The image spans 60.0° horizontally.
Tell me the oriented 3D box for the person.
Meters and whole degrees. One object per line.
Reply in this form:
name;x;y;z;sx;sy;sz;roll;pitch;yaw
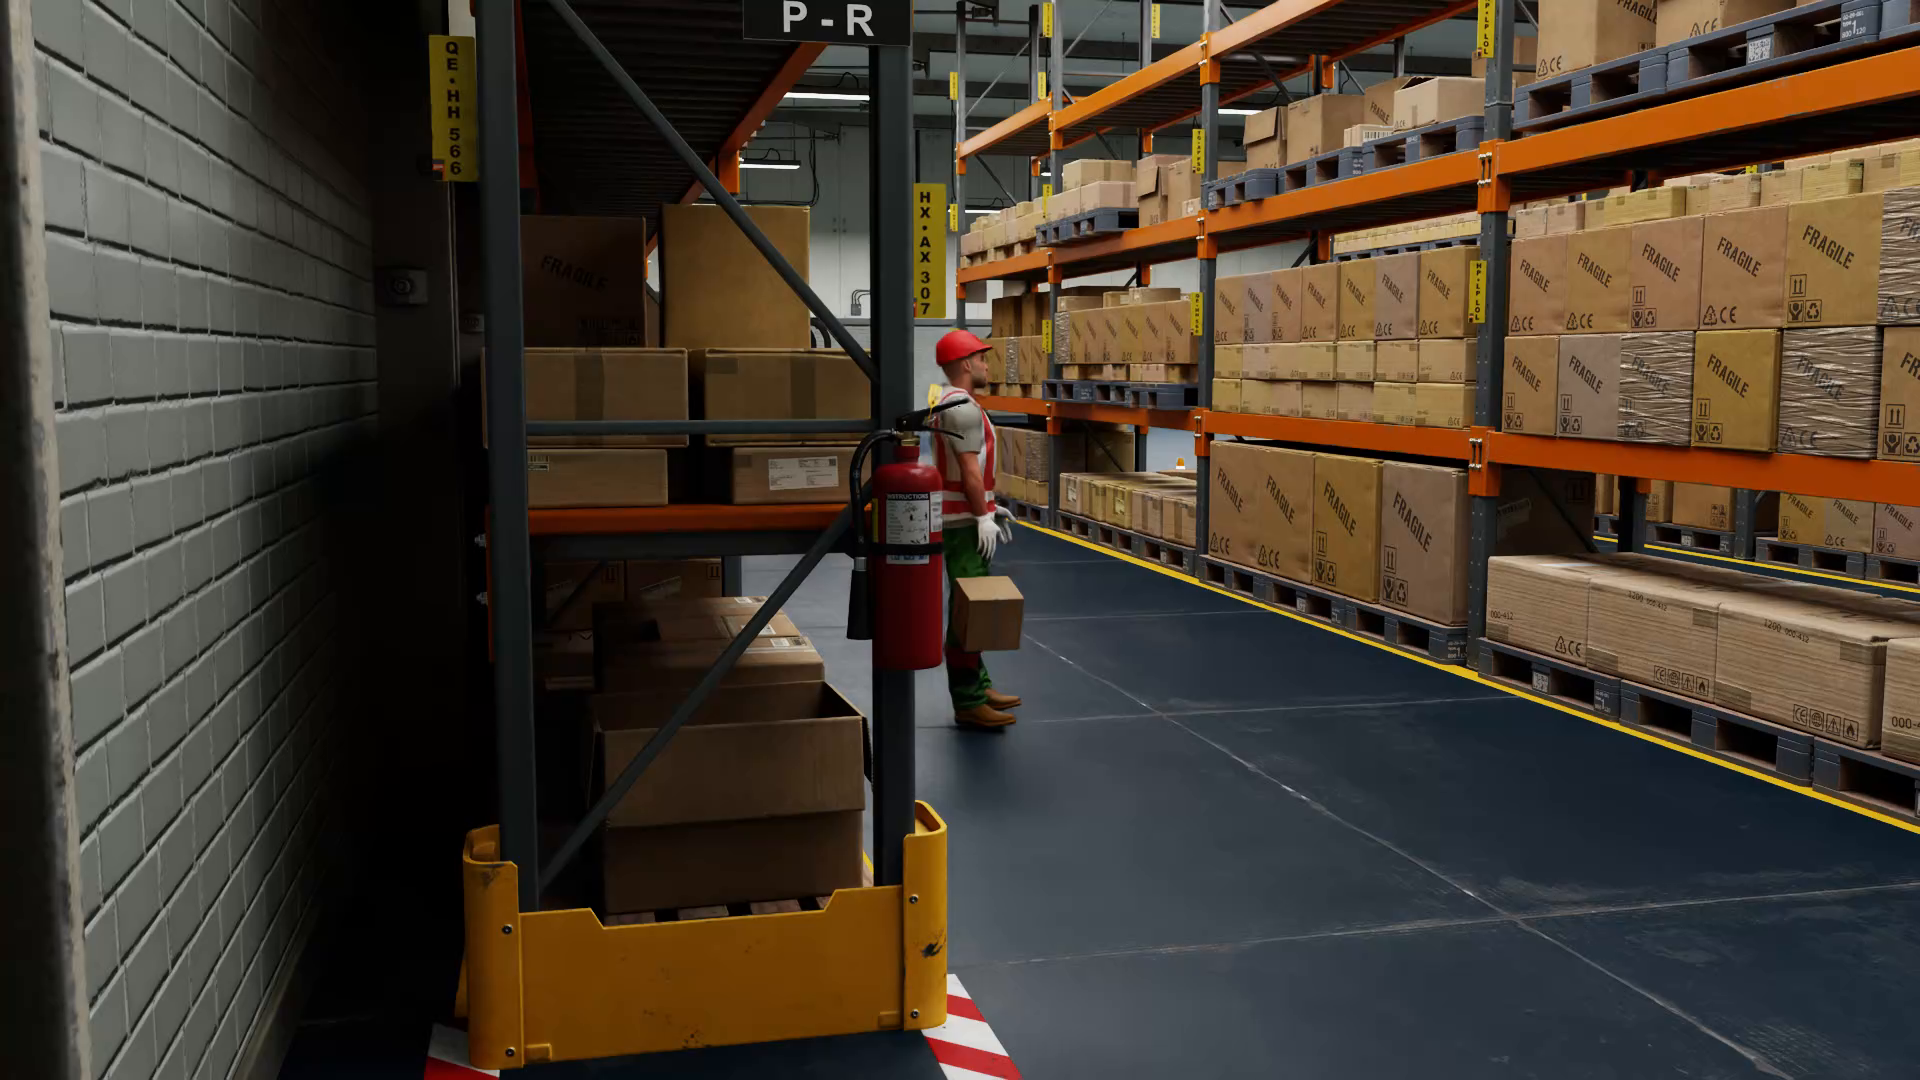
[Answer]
person;0.076;-0.069;7.701;0.440;1.800;0.580;-1;6;-5
